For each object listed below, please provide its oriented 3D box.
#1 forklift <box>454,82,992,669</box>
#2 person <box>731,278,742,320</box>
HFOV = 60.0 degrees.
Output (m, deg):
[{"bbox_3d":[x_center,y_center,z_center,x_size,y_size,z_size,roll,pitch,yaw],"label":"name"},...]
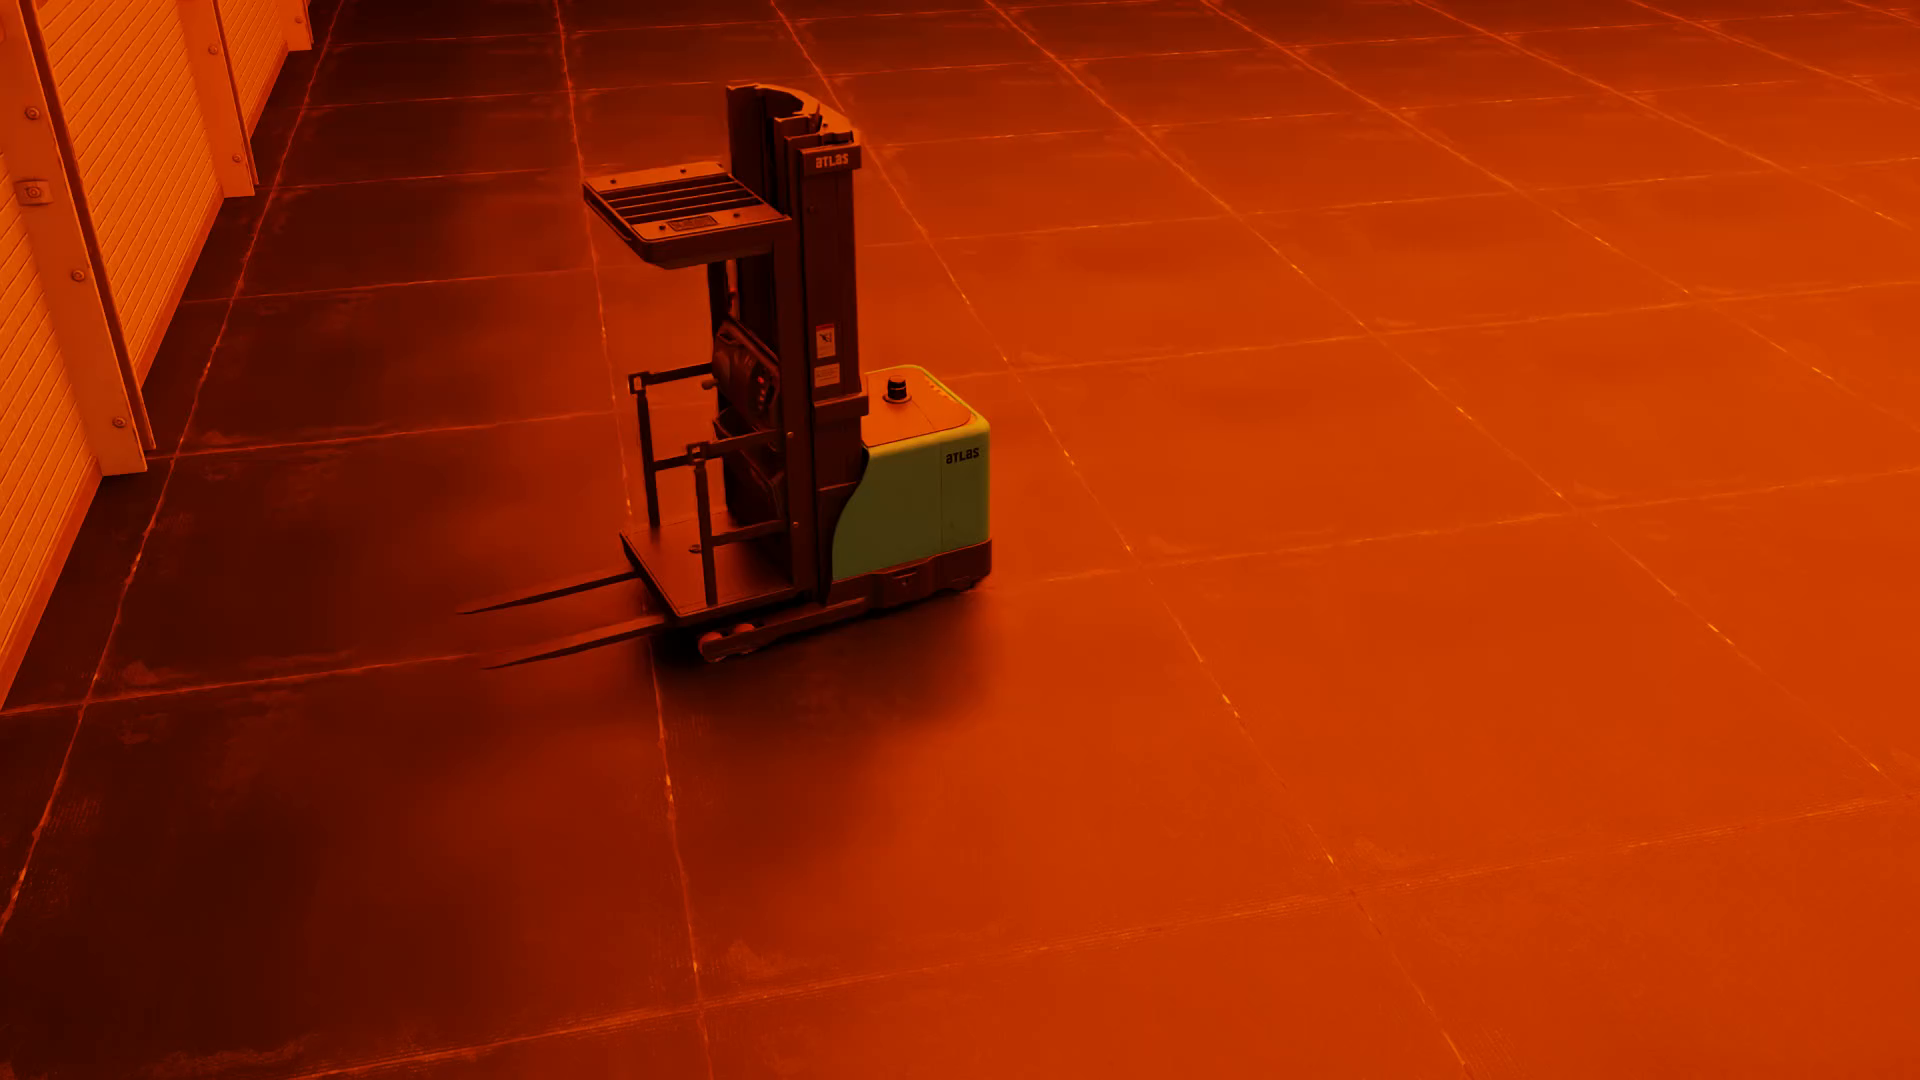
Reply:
[{"bbox_3d":[-1.360,-0.887,9.106,3.031,2.935,1.130,-15,33,-23],"label":"forklift"},{"bbox_3d":[-1.337,-1.604,11.600,0.696,1.690,0.823,4,30,7],"label":"person"}]
